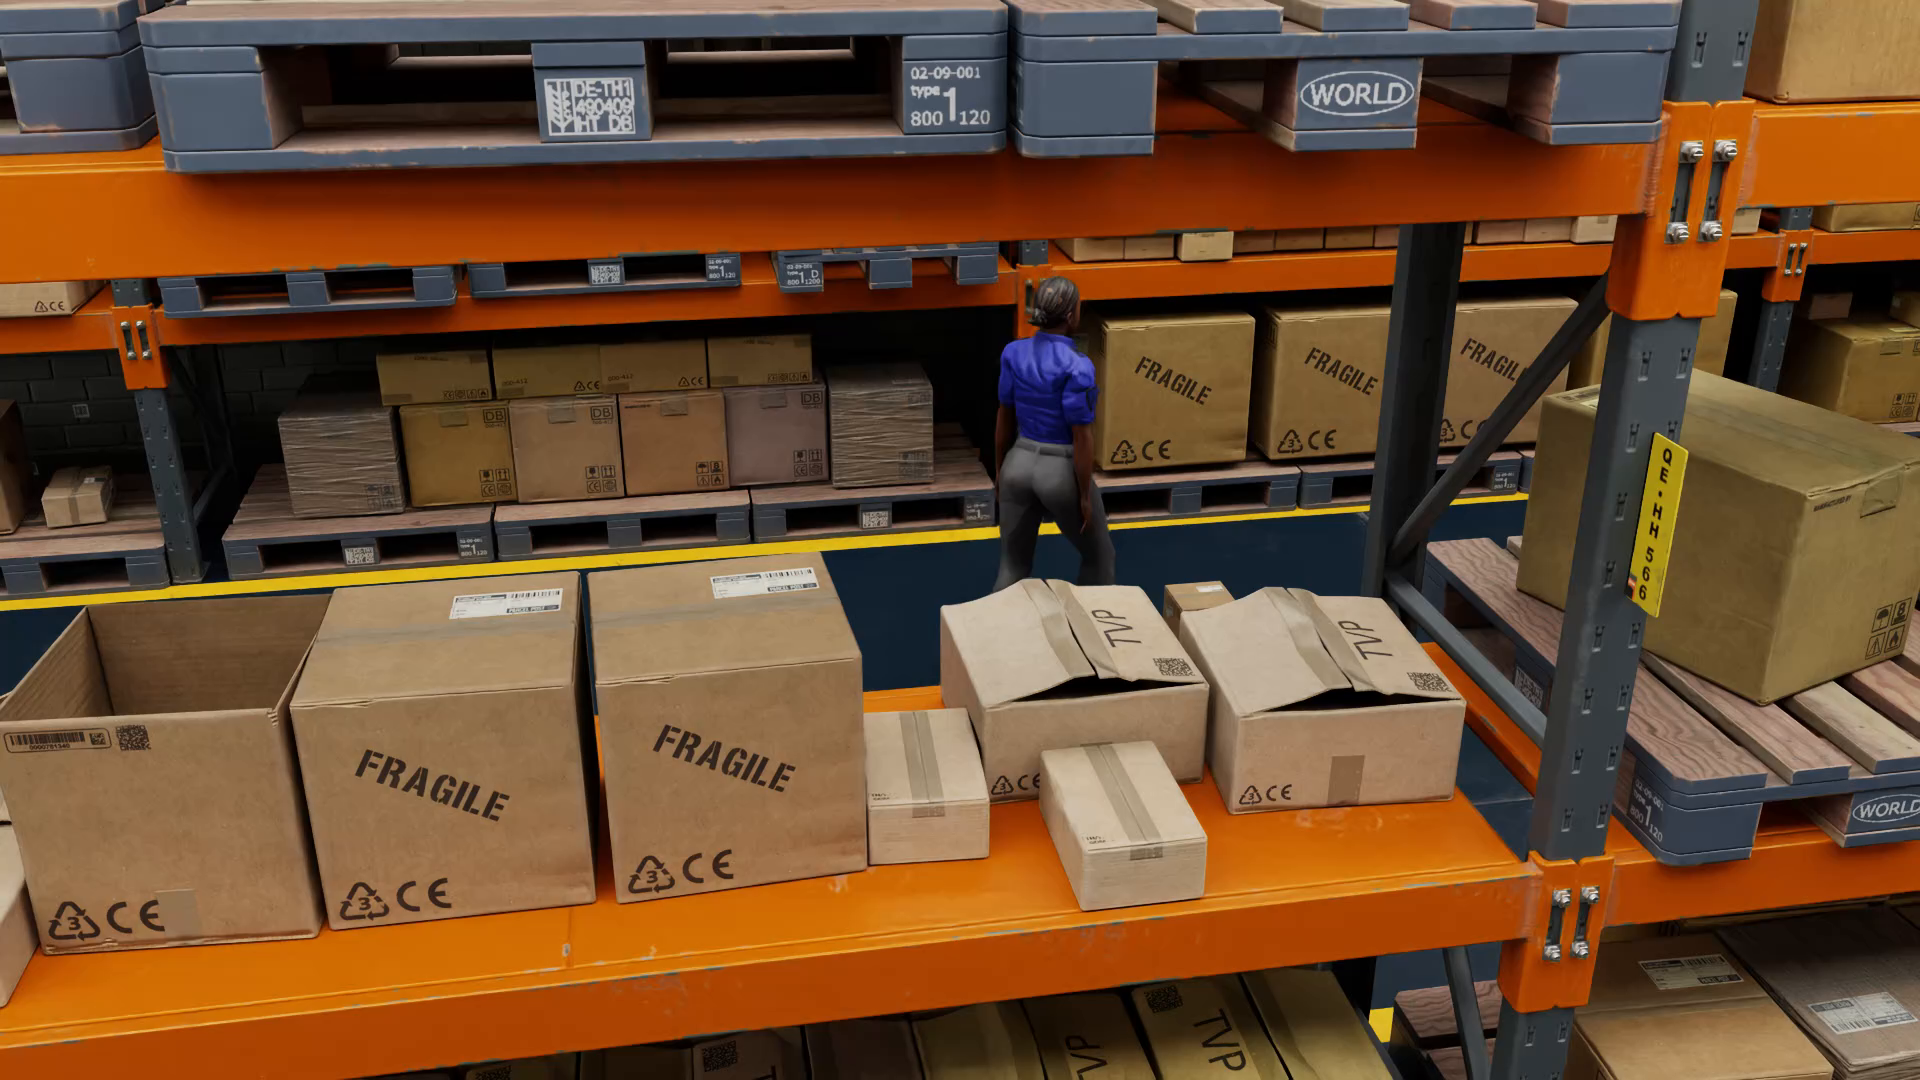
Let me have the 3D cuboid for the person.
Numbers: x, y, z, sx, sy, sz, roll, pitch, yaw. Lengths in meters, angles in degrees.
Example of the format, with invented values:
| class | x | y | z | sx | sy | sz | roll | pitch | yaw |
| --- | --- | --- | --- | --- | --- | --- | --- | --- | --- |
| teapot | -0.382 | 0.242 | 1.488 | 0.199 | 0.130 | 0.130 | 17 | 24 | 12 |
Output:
| class | x | y | z | sx | sy | sz | roll | pitch | yaw |
| --- | --- | --- | --- | --- | --- | --- | --- | --- | --- |
| person | 0.394 | -0.252 | 6.651 | 0.529 | 1.645 | 0.651 | 14 | 27 | 29 |
